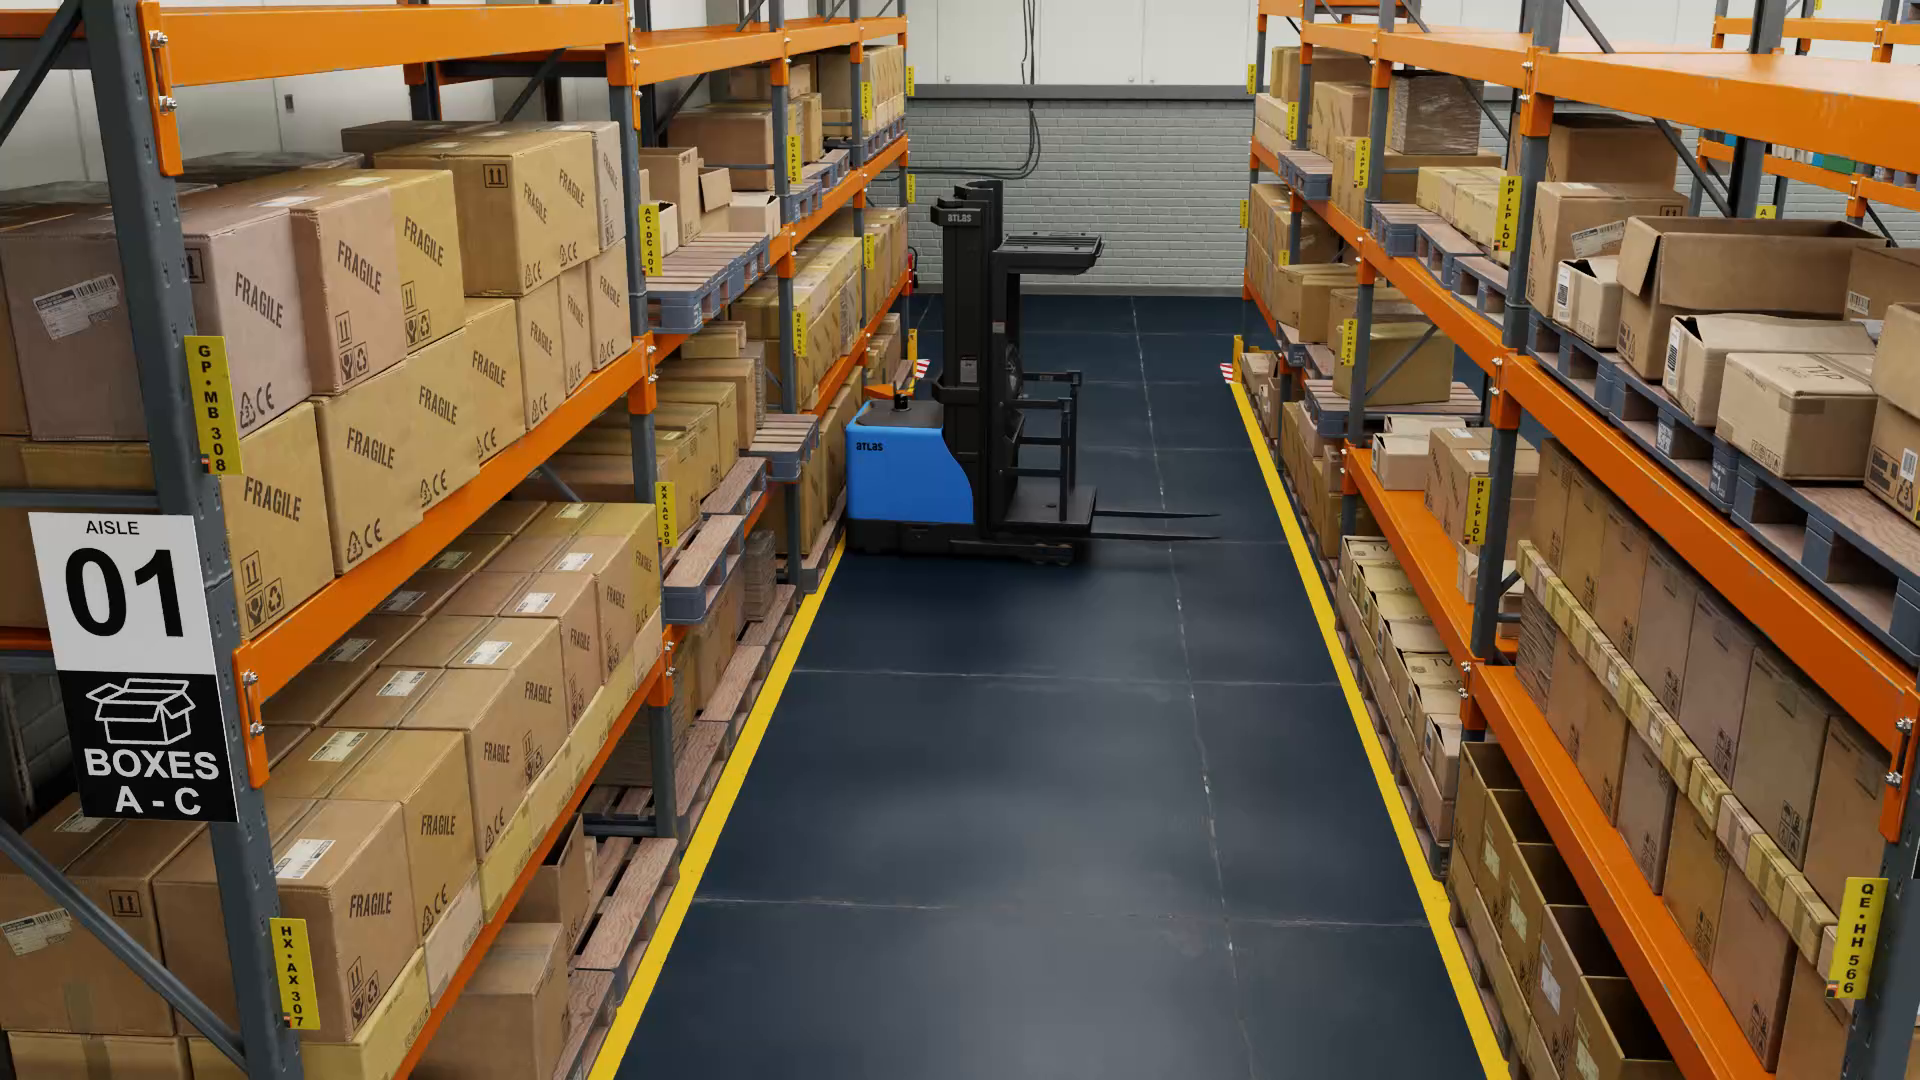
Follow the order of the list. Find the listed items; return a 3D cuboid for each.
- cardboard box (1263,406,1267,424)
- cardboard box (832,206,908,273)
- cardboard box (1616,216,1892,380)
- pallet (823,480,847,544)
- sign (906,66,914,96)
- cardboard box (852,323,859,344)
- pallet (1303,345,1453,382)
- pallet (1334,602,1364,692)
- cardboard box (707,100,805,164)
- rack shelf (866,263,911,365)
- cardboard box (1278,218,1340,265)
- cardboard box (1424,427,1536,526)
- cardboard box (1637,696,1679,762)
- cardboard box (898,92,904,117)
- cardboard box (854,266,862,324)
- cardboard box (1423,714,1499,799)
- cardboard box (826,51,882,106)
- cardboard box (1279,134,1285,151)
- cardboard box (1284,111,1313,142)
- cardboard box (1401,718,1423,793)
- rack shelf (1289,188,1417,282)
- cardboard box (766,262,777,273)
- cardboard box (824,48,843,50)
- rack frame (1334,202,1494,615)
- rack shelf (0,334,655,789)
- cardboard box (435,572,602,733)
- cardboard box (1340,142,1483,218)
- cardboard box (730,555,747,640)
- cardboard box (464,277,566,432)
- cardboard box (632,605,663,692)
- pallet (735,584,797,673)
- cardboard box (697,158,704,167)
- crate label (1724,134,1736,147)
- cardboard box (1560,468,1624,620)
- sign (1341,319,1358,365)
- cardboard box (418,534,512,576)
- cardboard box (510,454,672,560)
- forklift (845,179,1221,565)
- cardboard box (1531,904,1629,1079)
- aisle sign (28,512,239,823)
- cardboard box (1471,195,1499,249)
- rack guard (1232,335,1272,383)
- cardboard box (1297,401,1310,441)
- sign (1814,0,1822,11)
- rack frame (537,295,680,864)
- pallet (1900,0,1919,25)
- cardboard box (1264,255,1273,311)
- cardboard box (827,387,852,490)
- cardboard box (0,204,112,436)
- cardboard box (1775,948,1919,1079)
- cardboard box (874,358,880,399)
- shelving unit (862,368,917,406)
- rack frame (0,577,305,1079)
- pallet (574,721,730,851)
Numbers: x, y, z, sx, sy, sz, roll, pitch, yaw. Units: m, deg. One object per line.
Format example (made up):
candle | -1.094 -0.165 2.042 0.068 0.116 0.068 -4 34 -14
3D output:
cardboard box | 3.265 -1.252 16.799 0.380 0.149 0.250 1 18 4
cardboard box | -1.140 -3.432 19.099 0.980 0.700 0.700 2 18 6
cardboard box | 2.723 -0.844 5.799 0.797 0.503 0.637 3 18 10
pallet | -1.466 -0.260 14.377 1.003 0.211 1.213 1 18 4
sign | -0.574 -5.241 18.987 0.100 0.325 0.005 1 18 4
cardboard box | -1.137 -1.906 15.294 0.380 0.149 0.250 2 18 5
pallet | 3.389 -1.367 13.587 1.003 0.211 1.213 1 18 4
pallet | 3.156 0.726 11.370 1.003 0.211 1.213 1 18 4
cardboard box | -1.649 -3.289 13.458 0.700 0.500 0.500 1 18 4
rack shelf | -1.257 -2.485 17.846 1.077 0.370 4.000 1 18 4
cardboard box | 3.319 -2.782 15.830 0.500 0.500 0.500 1 18 4
cardboard box | 3.150 -0.380 10.106 0.500 0.500 0.500 0 18 1
cardboard box | 2.627 0.670 5.860 0.380 0.149 0.250 1 18 3
cardboard box | -0.902 -4.816 18.393 0.500 0.250 0.500 2 18 6
cardboard box | -1.182 -2.256 15.319 0.500 0.500 0.500 1 18 3
cardboard box | 2.710 1.096 8.601 0.500 0.311 0.500 1 18 4
cardboard box | -1.039 -4.539 16.341 0.500 0.500 0.500 1 18 3
cardboard box | 3.357 -3.763 16.013 0.500 0.250 0.500 1 18 4
cardboard box | 3.305 -3.846 15.463 0.500 0.250 0.500 1 18 4
cardboard box | 2.746 1.203 9.177 0.500 0.250 0.500 1 18 3
rack shelf | 3.397 -2.559 13.254 1.077 0.370 4.000 1 18 4
cardboard box | -1.797 -2.143 13.772 0.500 0.250 0.500 1 18 3
cardboard box | -1.488 -4.864 17.334 0.500 0.500 0.500 1 18 4
rack frame | 3.254 -0.854 11.713 1.000 3.000 0.127 1 18 4
rack shelf | -2.118 -0.184 6.005 1.077 0.370 4.000 1 18 4
cardboard box | -1.777 0.449 6.740 0.500 0.500 0.500 1 18 2
cardboard box | 3.288 -2.622 12.130 0.910 0.500 0.500 1 18 4
cardboard box | -1.840 0.397 11.202 0.700 0.500 0.500 1 18 4
cardboard box | -1.815 -0.712 6.268 0.500 0.500 0.500 1 18 2
cardboard box | -1.706 0.494 7.807 0.500 0.250 0.500 1 18 4
pallet | -1.745 0.604 11.741 1.003 0.211 1.213 1 18 4
cardboard box | -1.968 -2.228 10.895 0.500 0.500 0.500 1 18 4
crate label | 8.379 -4.303 17.659 0.408 0.251 0.502 1 18 4
cardboard box | 2.907 0.019 6.804 0.700 0.500 0.500 1 18 4
sign | 2.712 -1.376 11.573 0.100 0.325 0.005 1 18 4
cardboard box | -2.257 0.286 7.238 0.500 0.500 0.500 1 18 4
cardboard box | -1.904 -0.135 8.652 0.700 0.500 0.500 1 18 4
forklift | 0.622 -1.367 13.387 3.031 2.935 1.130 2 18 7
cardboard box | 2.516 1.742 6.328 0.500 0.500 0.500 1 18 4
aisle sign | -1.967 0.314 3.971 0.394 0.787 0.004 1 18 4
cardboard box | 3.165 -1.758 9.221 0.500 0.250 0.500 0 18 -1
rack guard | 3.822 -2.128 19.613 1.175 0.500 0.348 1 18 4
cardboard box | 3.191 -1.019 14.319 0.500 0.250 0.500 1 18 4
sign | 9.317 -5.918 18.049 0.100 0.325 0.005 1 18 4
rack frame | -1.974 0.278 8.256 1.000 3.000 0.127 1 18 4
pallet | 8.452 -4.298 13.535 1.003 0.211 1.213 1 18 4
cardboard box | 3.391 -2.625 16.956 0.500 0.500 0.500 2 18 5
cardboard box | -1.378 -0.903 14.640 0.750 0.750 0.750 2 18 6
cardboard box | -2.491 -0.577 4.250 0.500 0.500 0.500 2 18 6
cardboard box | 2.727 1.438 4.557 0.700 0.500 0.500 1 18 4
cardboard box | -1.205 -1.604 17.340 0.700 0.500 0.500 1 18 3
shelving unit | -0.624 -0.871 14.647 0.258 1.200 0.503 -12 22 -35
rack frame | -2.261 1.521 4.465 1.000 3.000 0.127 1 18 4
pallet | -1.920 1.362 9.428 1.003 0.211 1.213 1 18 4
